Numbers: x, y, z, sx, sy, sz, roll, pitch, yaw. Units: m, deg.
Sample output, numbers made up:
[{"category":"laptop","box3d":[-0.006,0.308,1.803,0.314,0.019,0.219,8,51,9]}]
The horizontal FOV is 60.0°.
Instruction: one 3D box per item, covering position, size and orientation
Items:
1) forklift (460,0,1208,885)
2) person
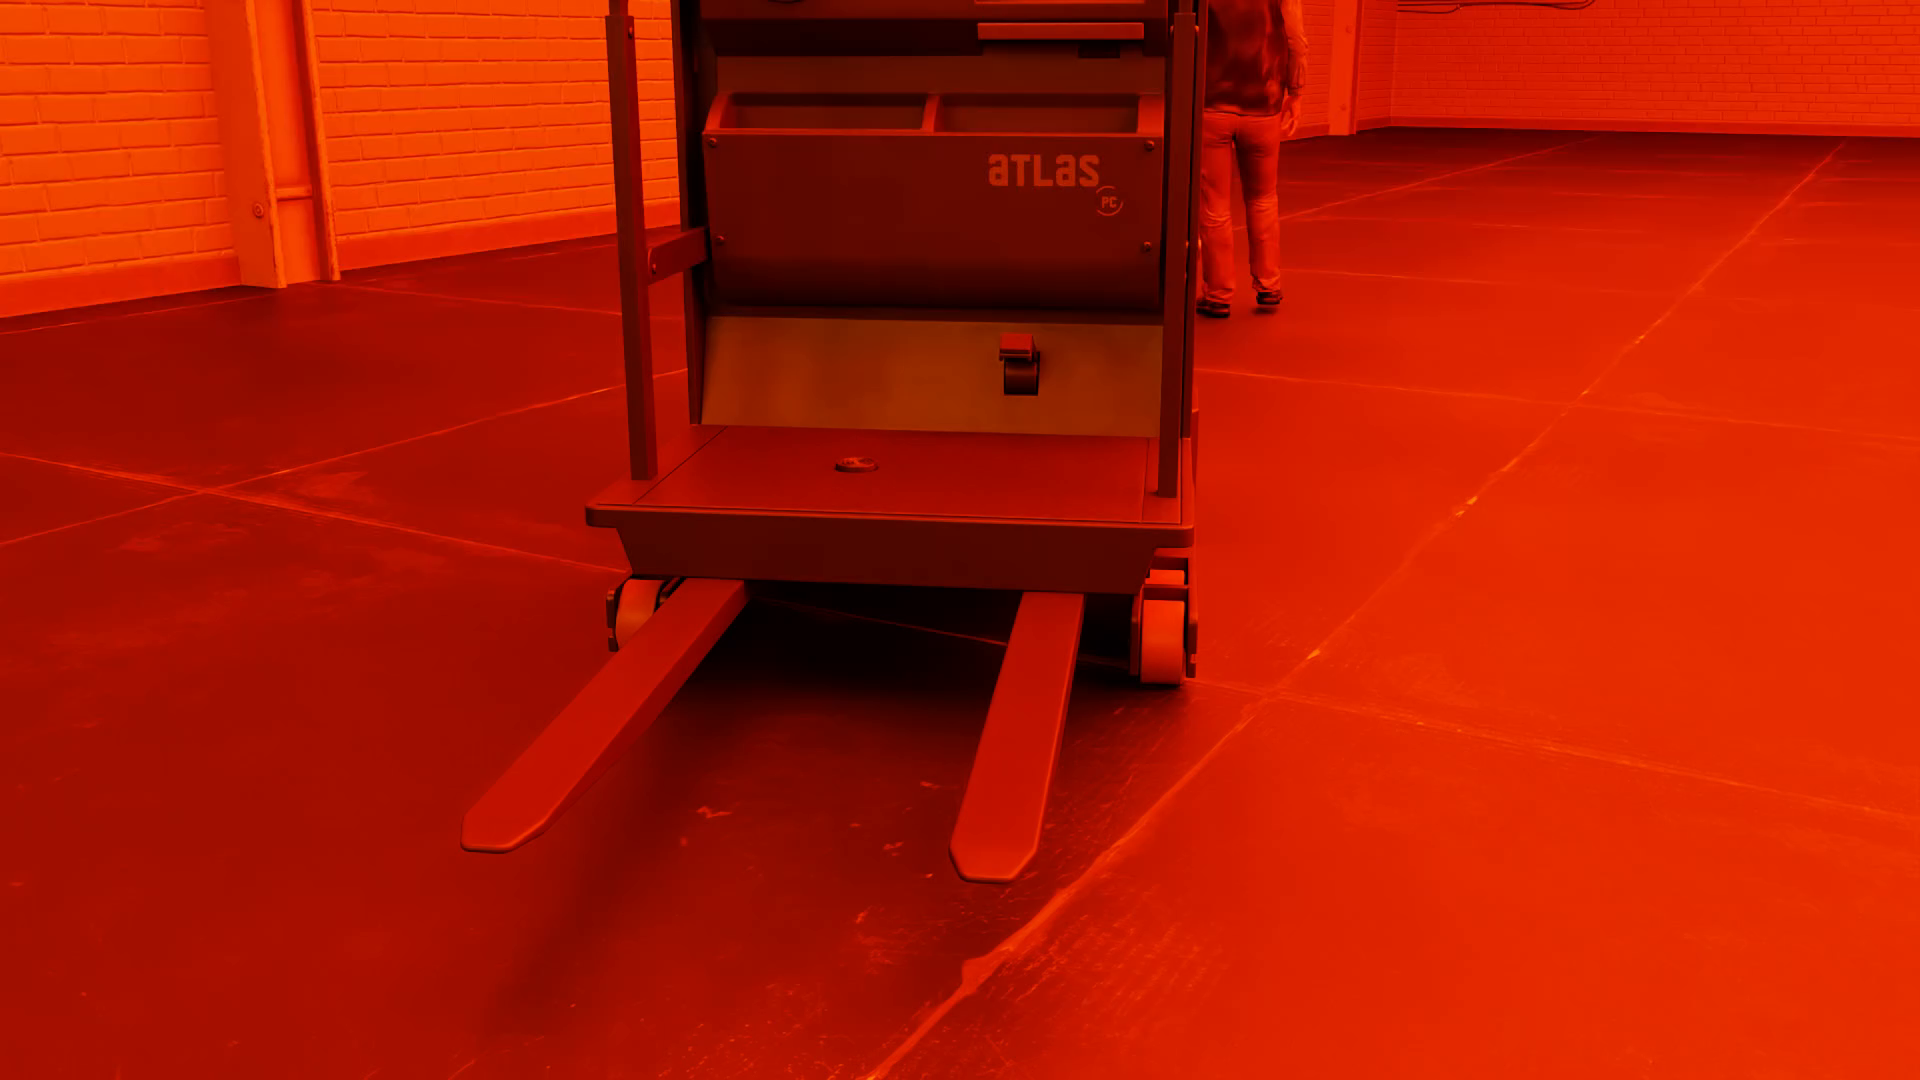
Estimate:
[{"category":"forklift","box3d":[-0.078,-1.236,3.048,1.130,2.935,3.031,2,17,7]},{"category":"person","box3d":[1.181,-1.849,7.250,0.633,1.718,0.578,0,16,-2]}]
